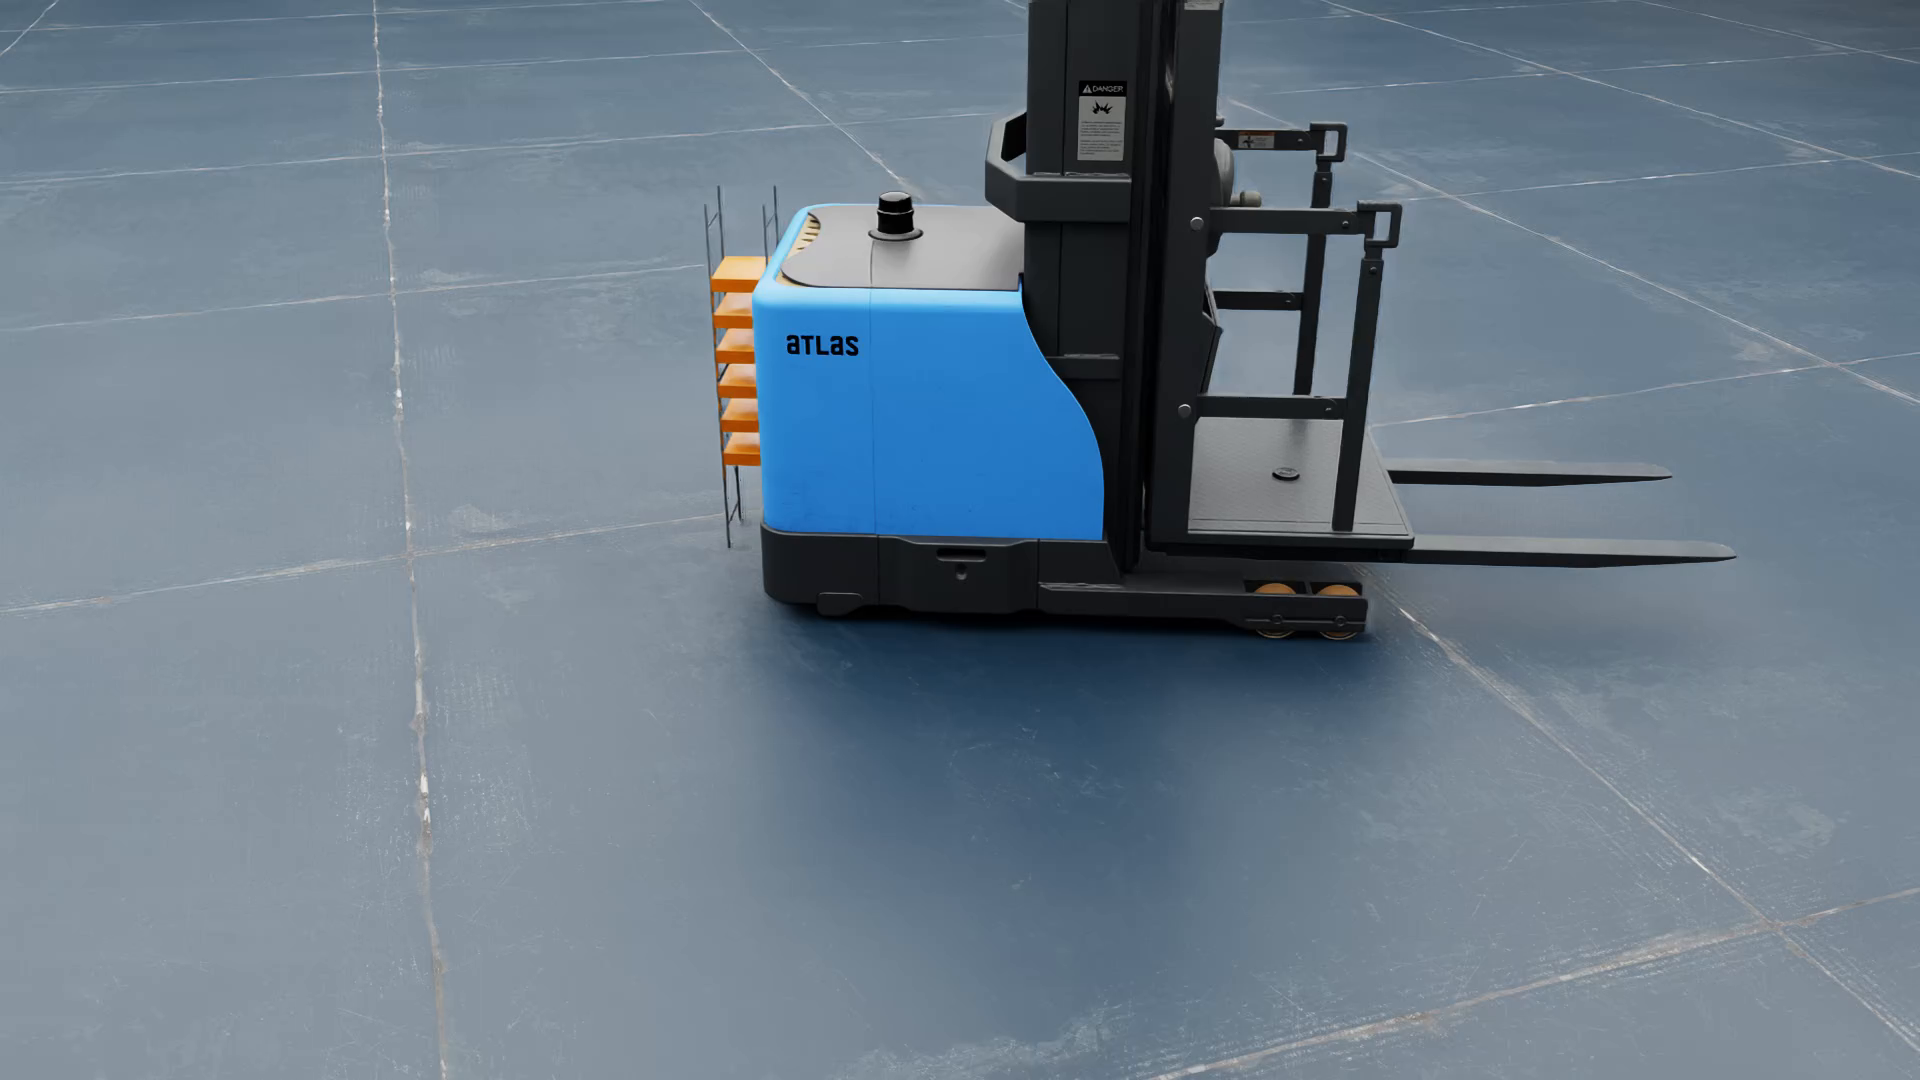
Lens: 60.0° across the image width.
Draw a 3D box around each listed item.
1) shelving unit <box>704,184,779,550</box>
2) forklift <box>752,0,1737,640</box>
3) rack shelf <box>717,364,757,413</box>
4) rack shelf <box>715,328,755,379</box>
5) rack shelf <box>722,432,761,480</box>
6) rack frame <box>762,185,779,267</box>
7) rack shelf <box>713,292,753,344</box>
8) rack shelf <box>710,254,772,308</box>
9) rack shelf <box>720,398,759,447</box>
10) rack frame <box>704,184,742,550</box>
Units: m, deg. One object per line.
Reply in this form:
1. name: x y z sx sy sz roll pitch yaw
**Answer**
1. shelving unit: -0.693 -0.555 5.519 0.189 1.200 0.258 1 26 3
2. forklift: 0.914 -1.249 4.969 3.031 2.935 1.130 1 26 3
3. rack shelf: -0.693 -0.516 5.539 0.180 0.103 0.258 1 26 3
4. rack shelf: -0.693 -0.623 5.486 0.180 0.103 0.258 1 26 3
5. rack shelf: -0.693 -0.301 5.646 0.180 0.103 0.258 1 26 3
6. rack frame: -0.601 -0.553 5.515 0.006 1.200 0.240 1 26 3
7. rack shelf: -0.693 -0.731 5.432 0.180 0.103 0.258 1 26 3
8. rack shelf: -0.693 -0.838 5.379 0.180 0.103 0.258 1 26 3
9. rack shelf: -0.693 -0.408 5.592 0.180 0.103 0.258 1 26 3
10. rack frame: -0.784 -0.558 5.524 0.006 1.200 0.240 1 26 3
